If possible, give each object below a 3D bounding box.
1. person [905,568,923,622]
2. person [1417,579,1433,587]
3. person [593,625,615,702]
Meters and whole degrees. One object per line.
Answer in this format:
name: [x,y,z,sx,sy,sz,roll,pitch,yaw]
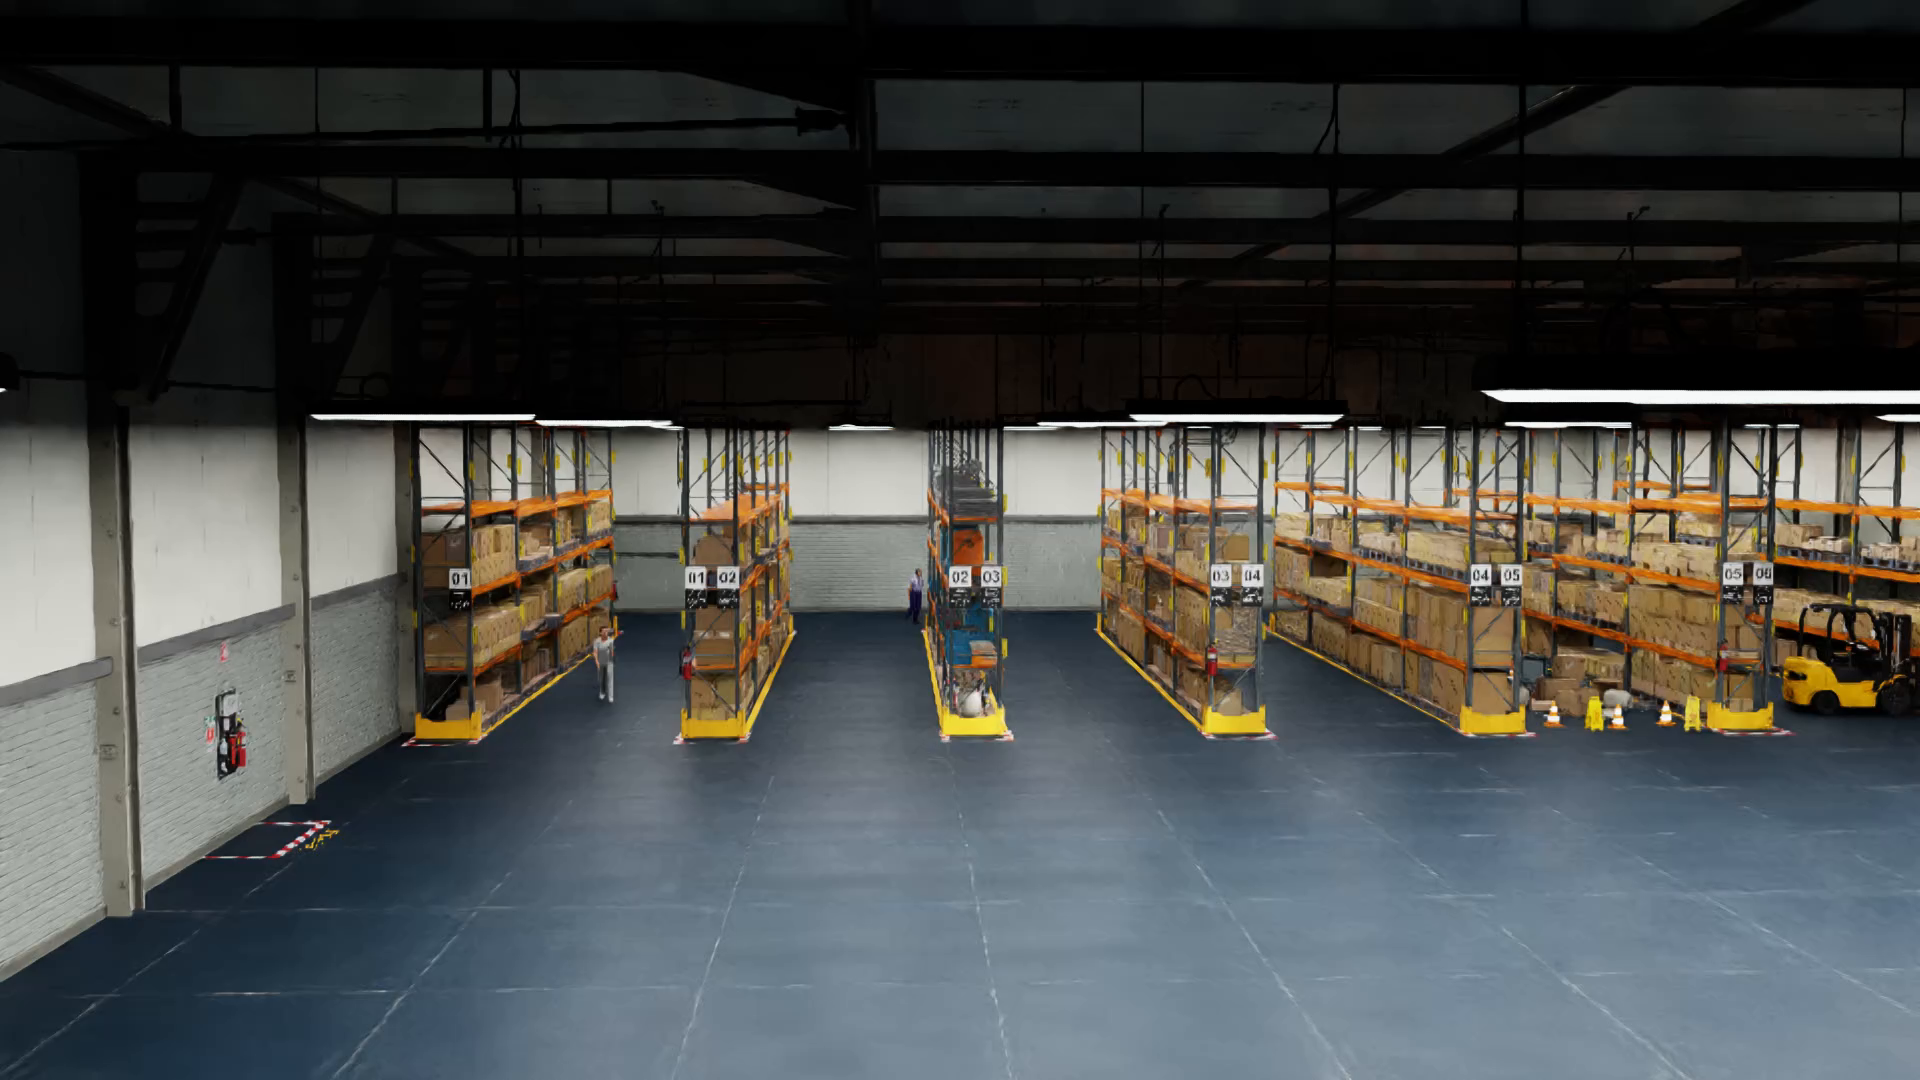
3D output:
person: [-1.379,1.650,49.992,0.552,1.642,0.524,-3,5,-40]
person: [14.388,1.491,51.430,0.599,1.777,0.581,-4,5,-45]
person: [-7.546,2.606,35.250,0.444,1.604,1.016,-1,4,-11]
